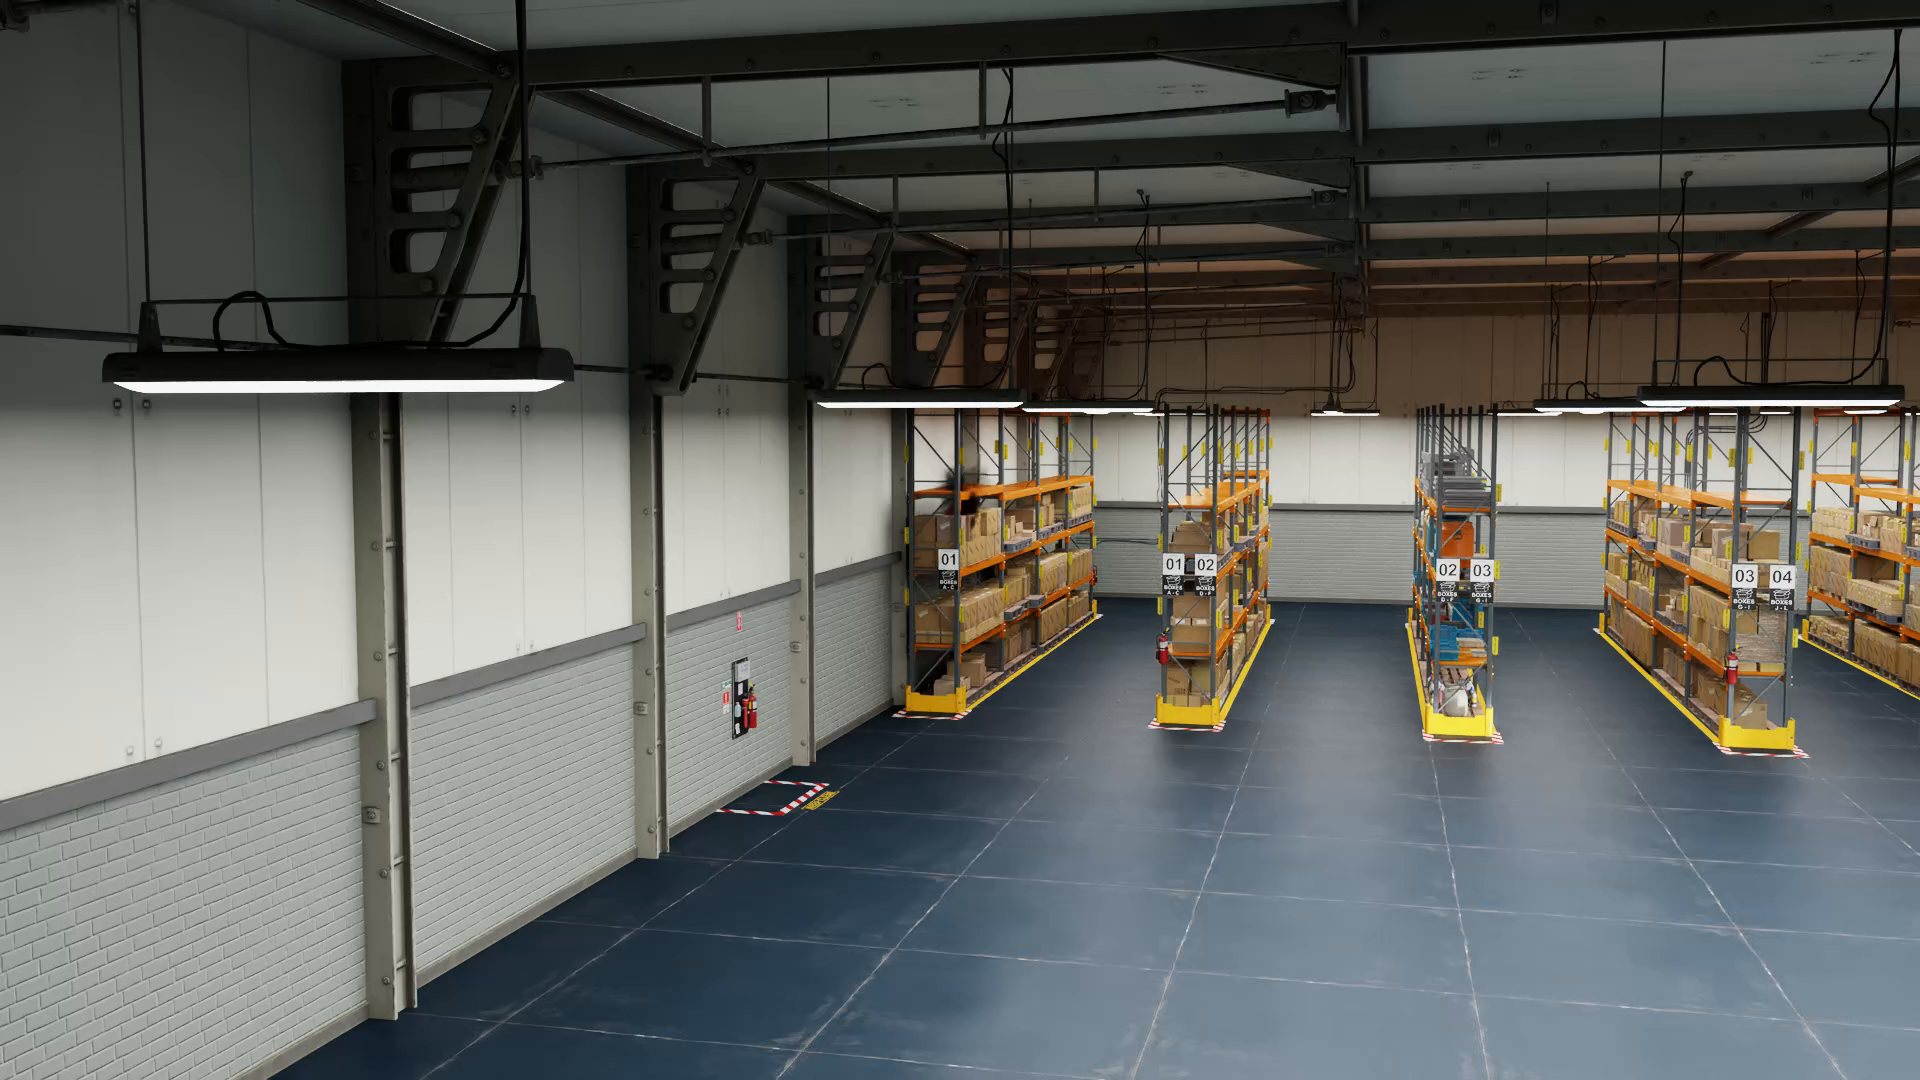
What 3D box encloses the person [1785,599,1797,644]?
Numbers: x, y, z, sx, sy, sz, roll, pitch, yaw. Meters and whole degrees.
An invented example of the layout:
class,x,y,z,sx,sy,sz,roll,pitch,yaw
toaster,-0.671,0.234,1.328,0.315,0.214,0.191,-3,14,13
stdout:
class,x,y,z,sx,sy,sz,roll,pitch,yaw
person,20.014,1.888,40.495,0.670,1.726,0.821,2,5,24
